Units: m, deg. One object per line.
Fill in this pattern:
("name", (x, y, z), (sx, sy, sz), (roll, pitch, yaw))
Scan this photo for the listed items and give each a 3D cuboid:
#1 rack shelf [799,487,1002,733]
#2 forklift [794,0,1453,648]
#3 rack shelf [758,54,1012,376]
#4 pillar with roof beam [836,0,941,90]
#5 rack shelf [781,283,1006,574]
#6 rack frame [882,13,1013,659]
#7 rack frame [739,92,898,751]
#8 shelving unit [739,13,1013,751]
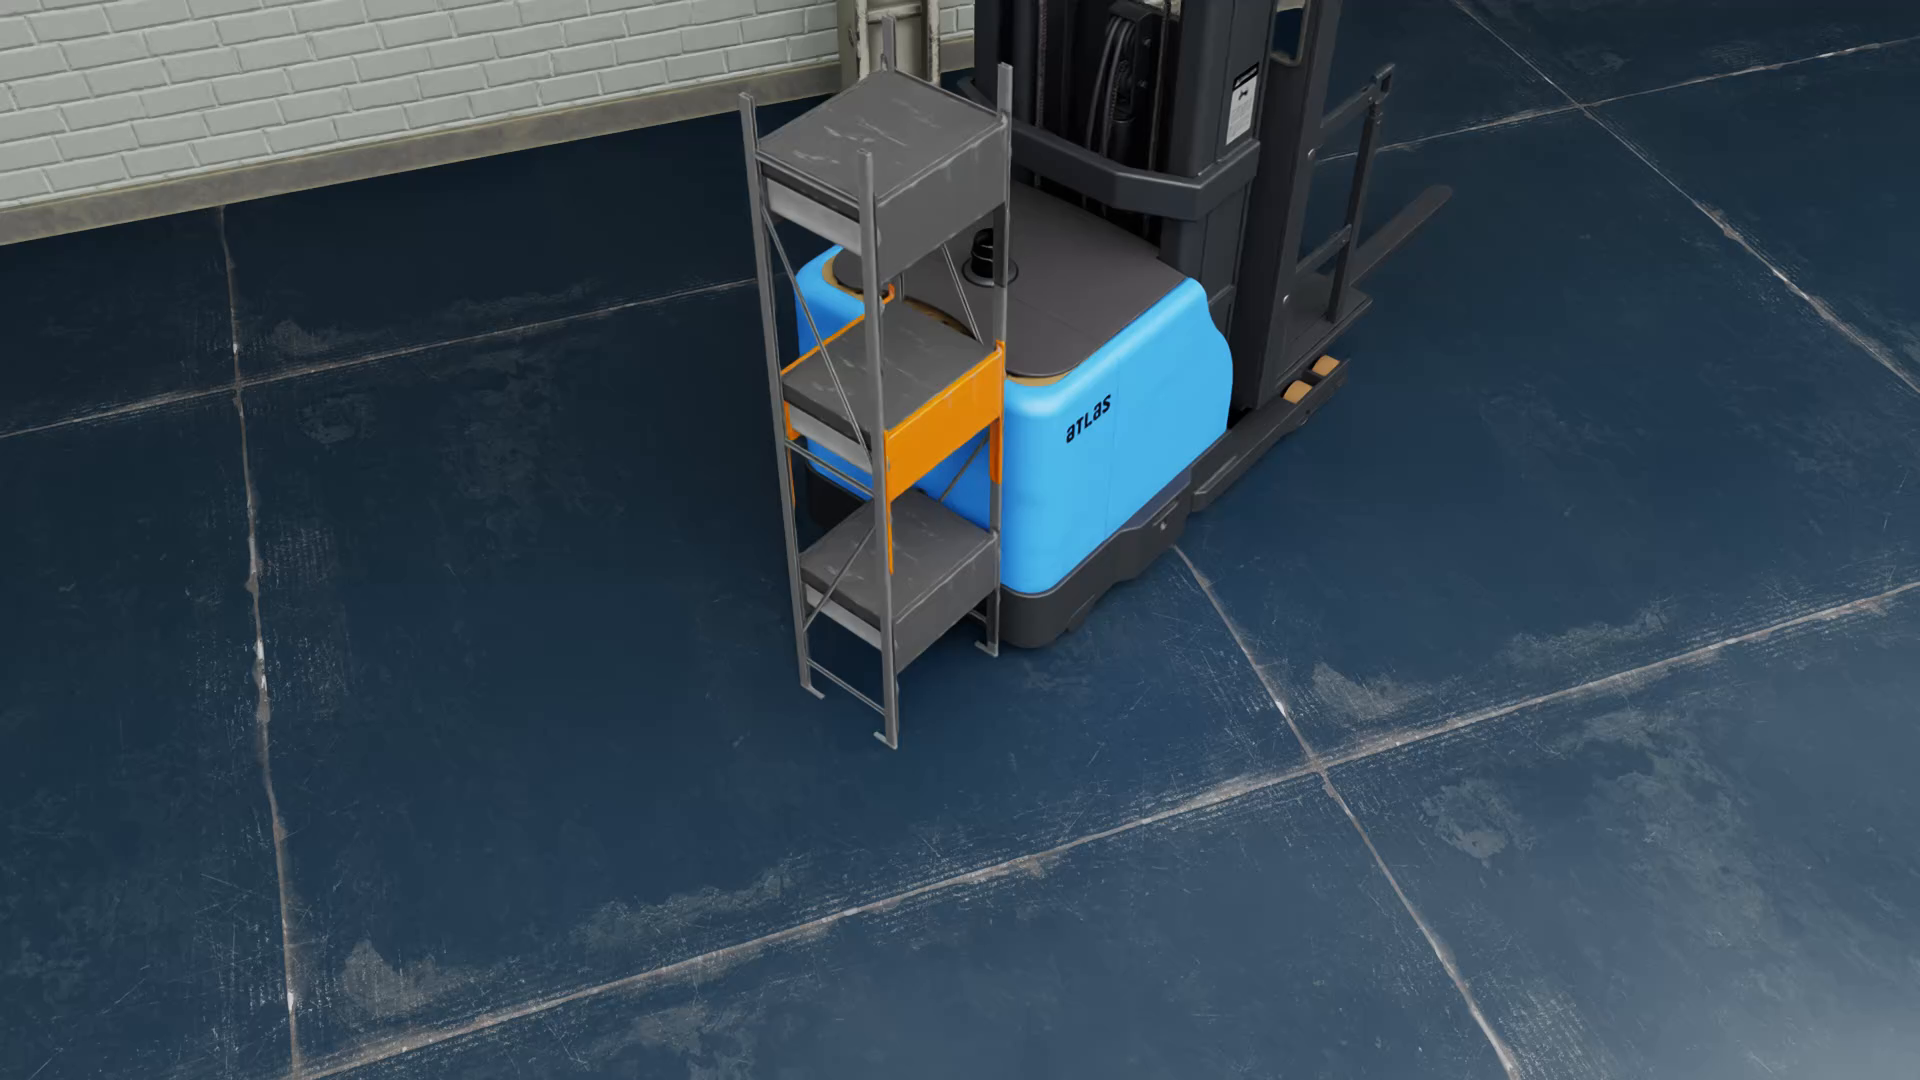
("rack shelf", (-0.191, 0.182, 5.093), (0.431, 0.518, 0.480), (31, 53, 27))
("forklift", (0.811, -1.666, 5.341), (1.130, 2.935, 3.031), (31, 53, 27))
("rack shelf", (-0.191, -0.806, 4.102), (0.431, 0.518, 0.480), (31, 53, 27))
("pillar with roof beam", (1.134, -2.403, 1.791), (0.400, 9.000, 9.100), (-14, 47, -14))
("rack shelf", (-0.191, -0.312, 4.598), (0.431, 0.518, 0.480), (31, 53, 27))
("rack frame", (-0.034, -0.454, 4.720), (0.400, 2.100, 0.015), (31, 53, 27))
("rack frame", (-0.349, -0.189, 4.456), (0.400, 2.100, 0.015), (31, 53, 27))
("shelving unit", (-0.191, -0.321, 4.588), (0.431, 2.100, 0.503), (31, 53, 27))
